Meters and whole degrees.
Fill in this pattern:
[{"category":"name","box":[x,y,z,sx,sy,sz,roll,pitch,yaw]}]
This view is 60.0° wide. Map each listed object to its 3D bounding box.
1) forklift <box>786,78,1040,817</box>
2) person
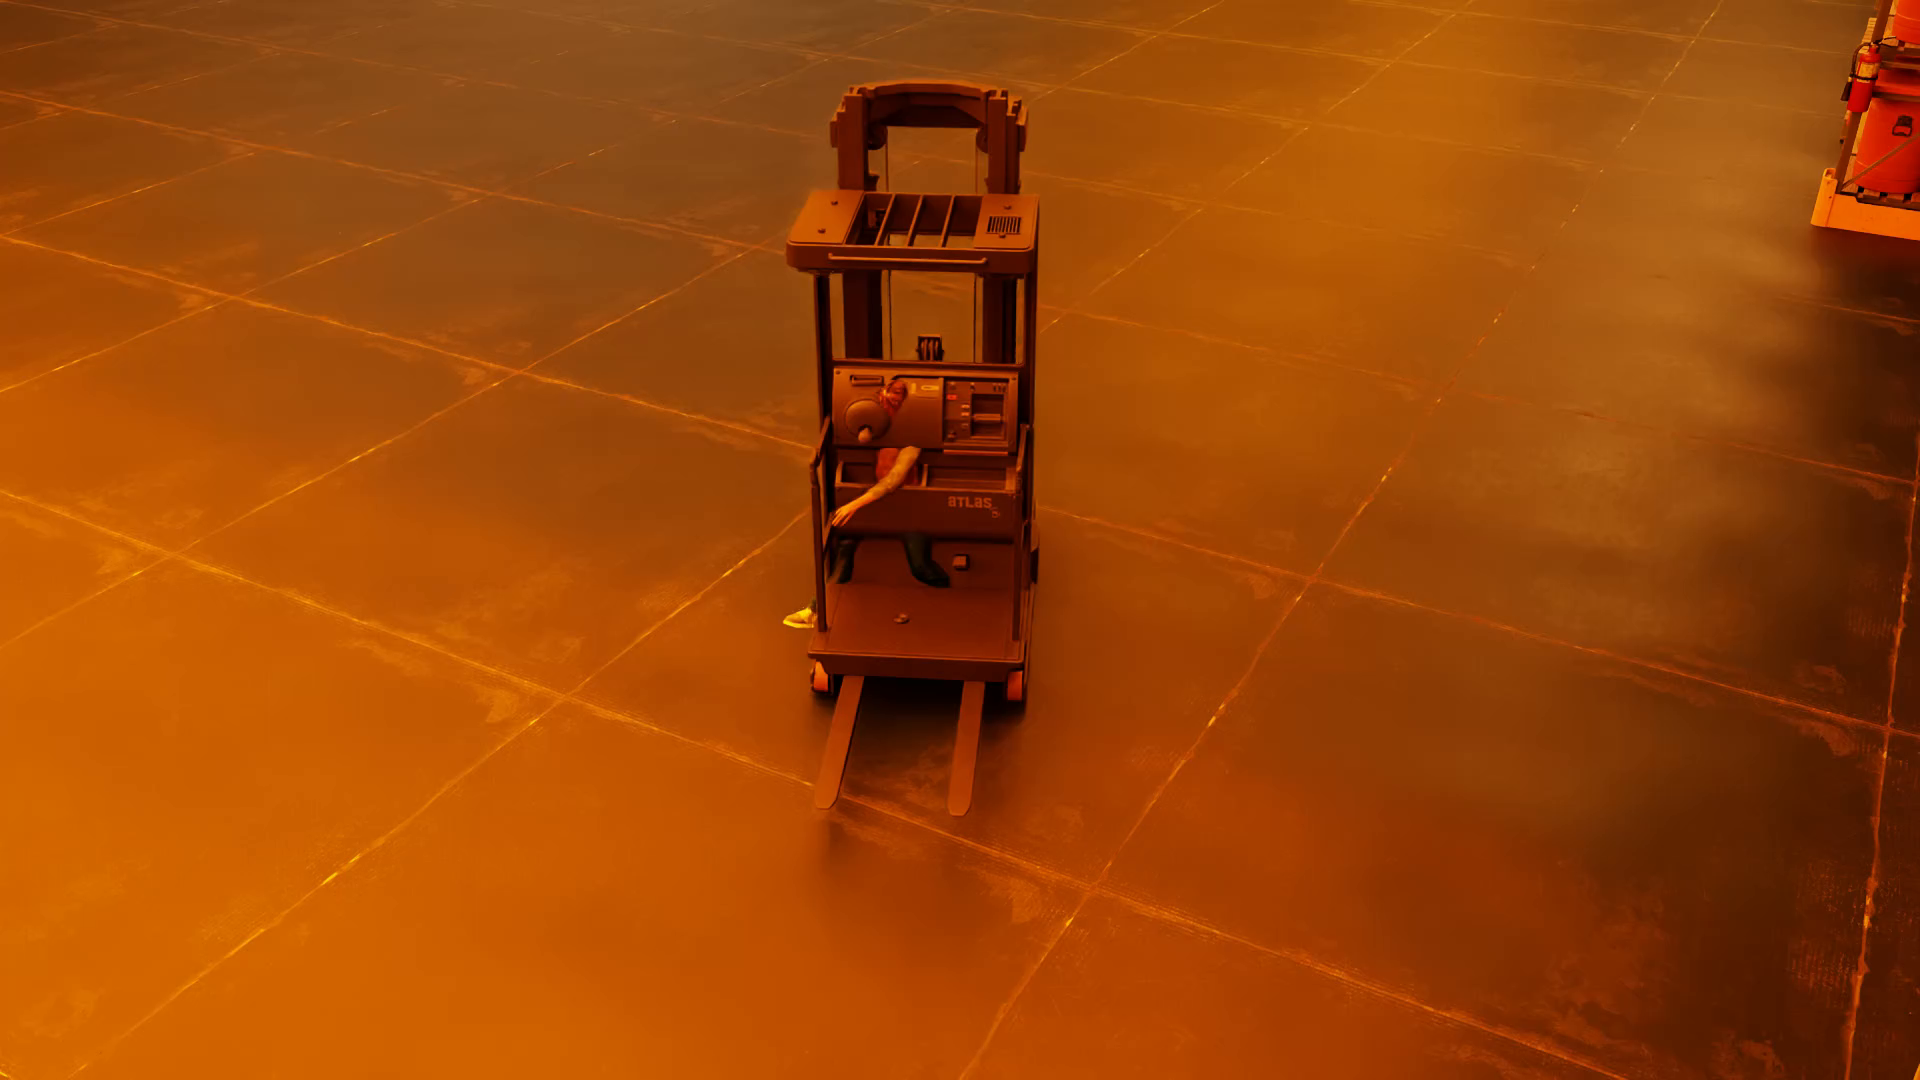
[{"category":"forklift","box":[-0.189,-0.611,8.130,1.130,2.935,3.031,2,30,4]},{"category":"person","box":[-0.446,-0.159,8.670,0.980,1.483,0.760,-22,36,-32]}]
